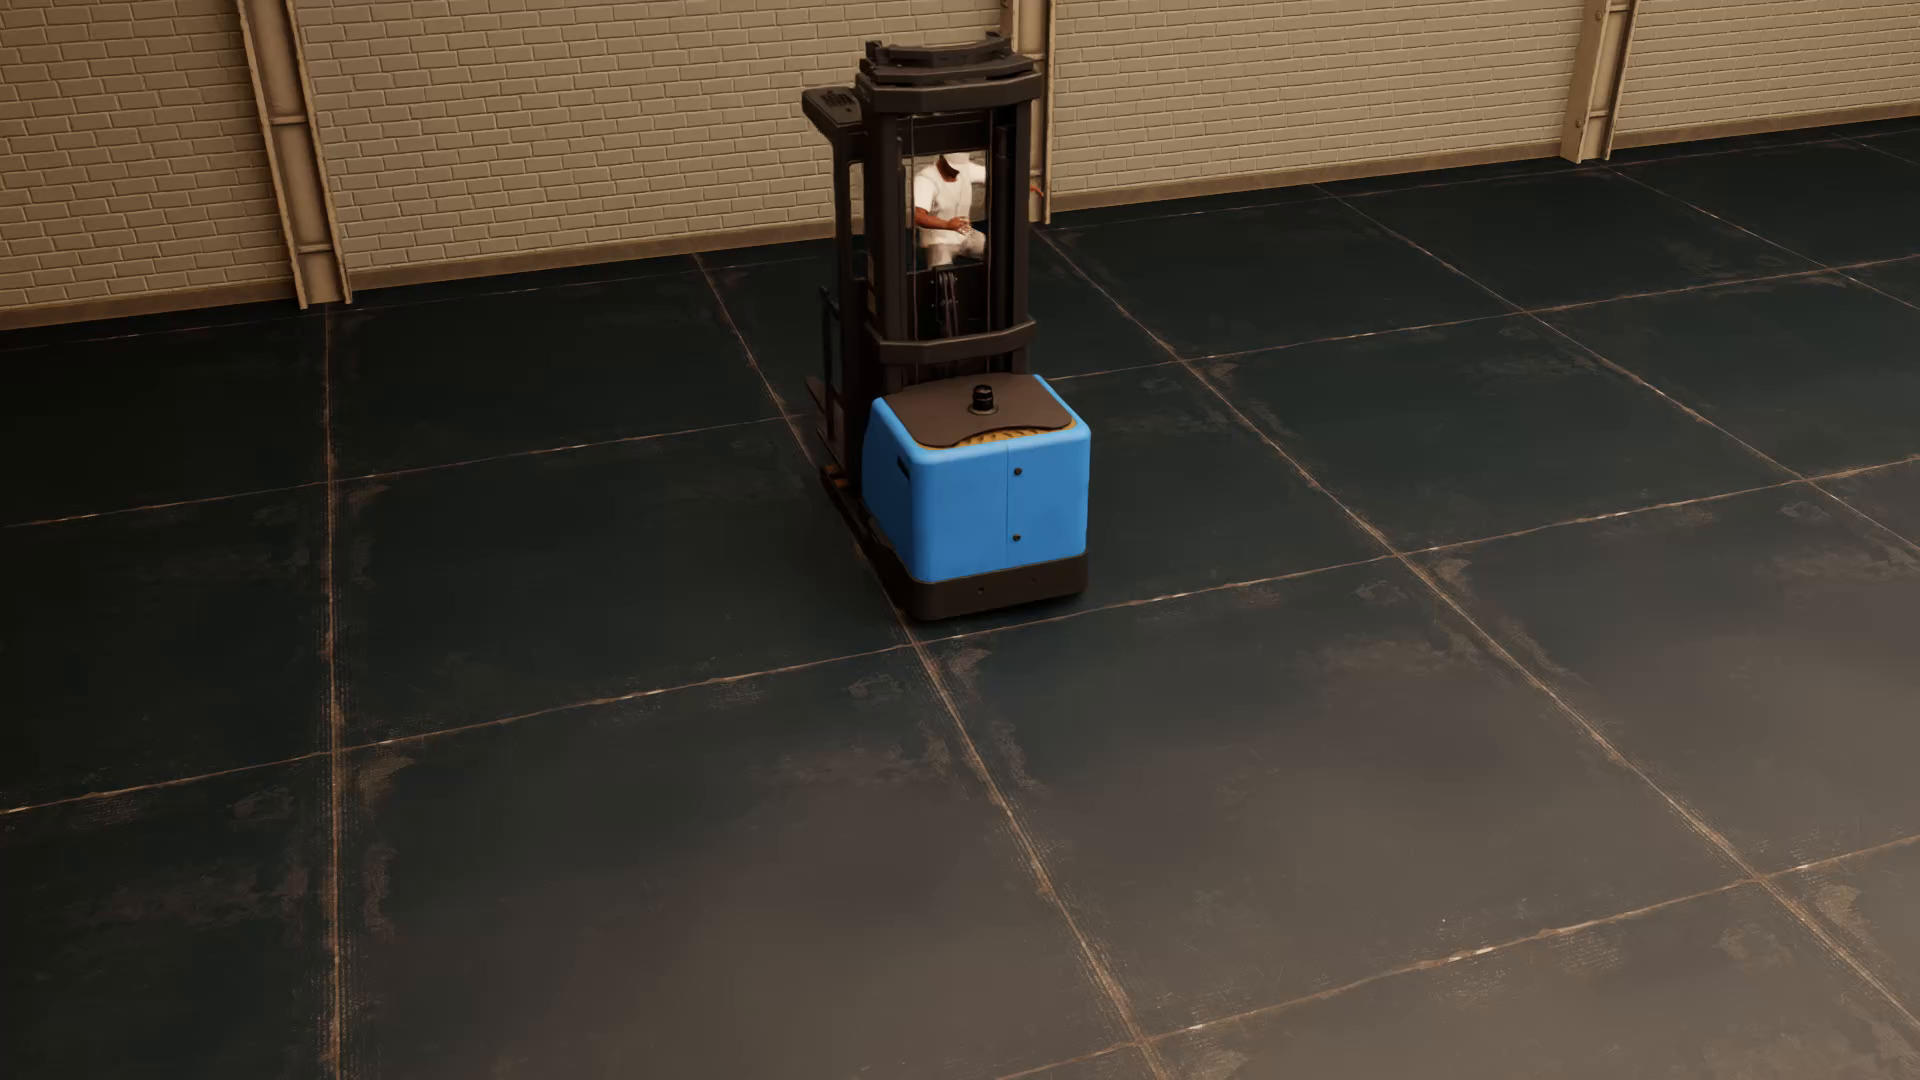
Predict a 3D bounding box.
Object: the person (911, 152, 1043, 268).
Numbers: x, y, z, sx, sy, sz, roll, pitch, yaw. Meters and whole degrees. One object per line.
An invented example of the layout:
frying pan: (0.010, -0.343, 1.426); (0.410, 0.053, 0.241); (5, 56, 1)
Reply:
person: (0.041, -2.268, 12.436); (1.181, 1.532, 0.710); (-21, 36, -32)

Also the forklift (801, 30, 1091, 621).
forklift: (-0.251, -1.549, 9.780); (1.130, 2.935, 3.031); (-10, 31, -17)
